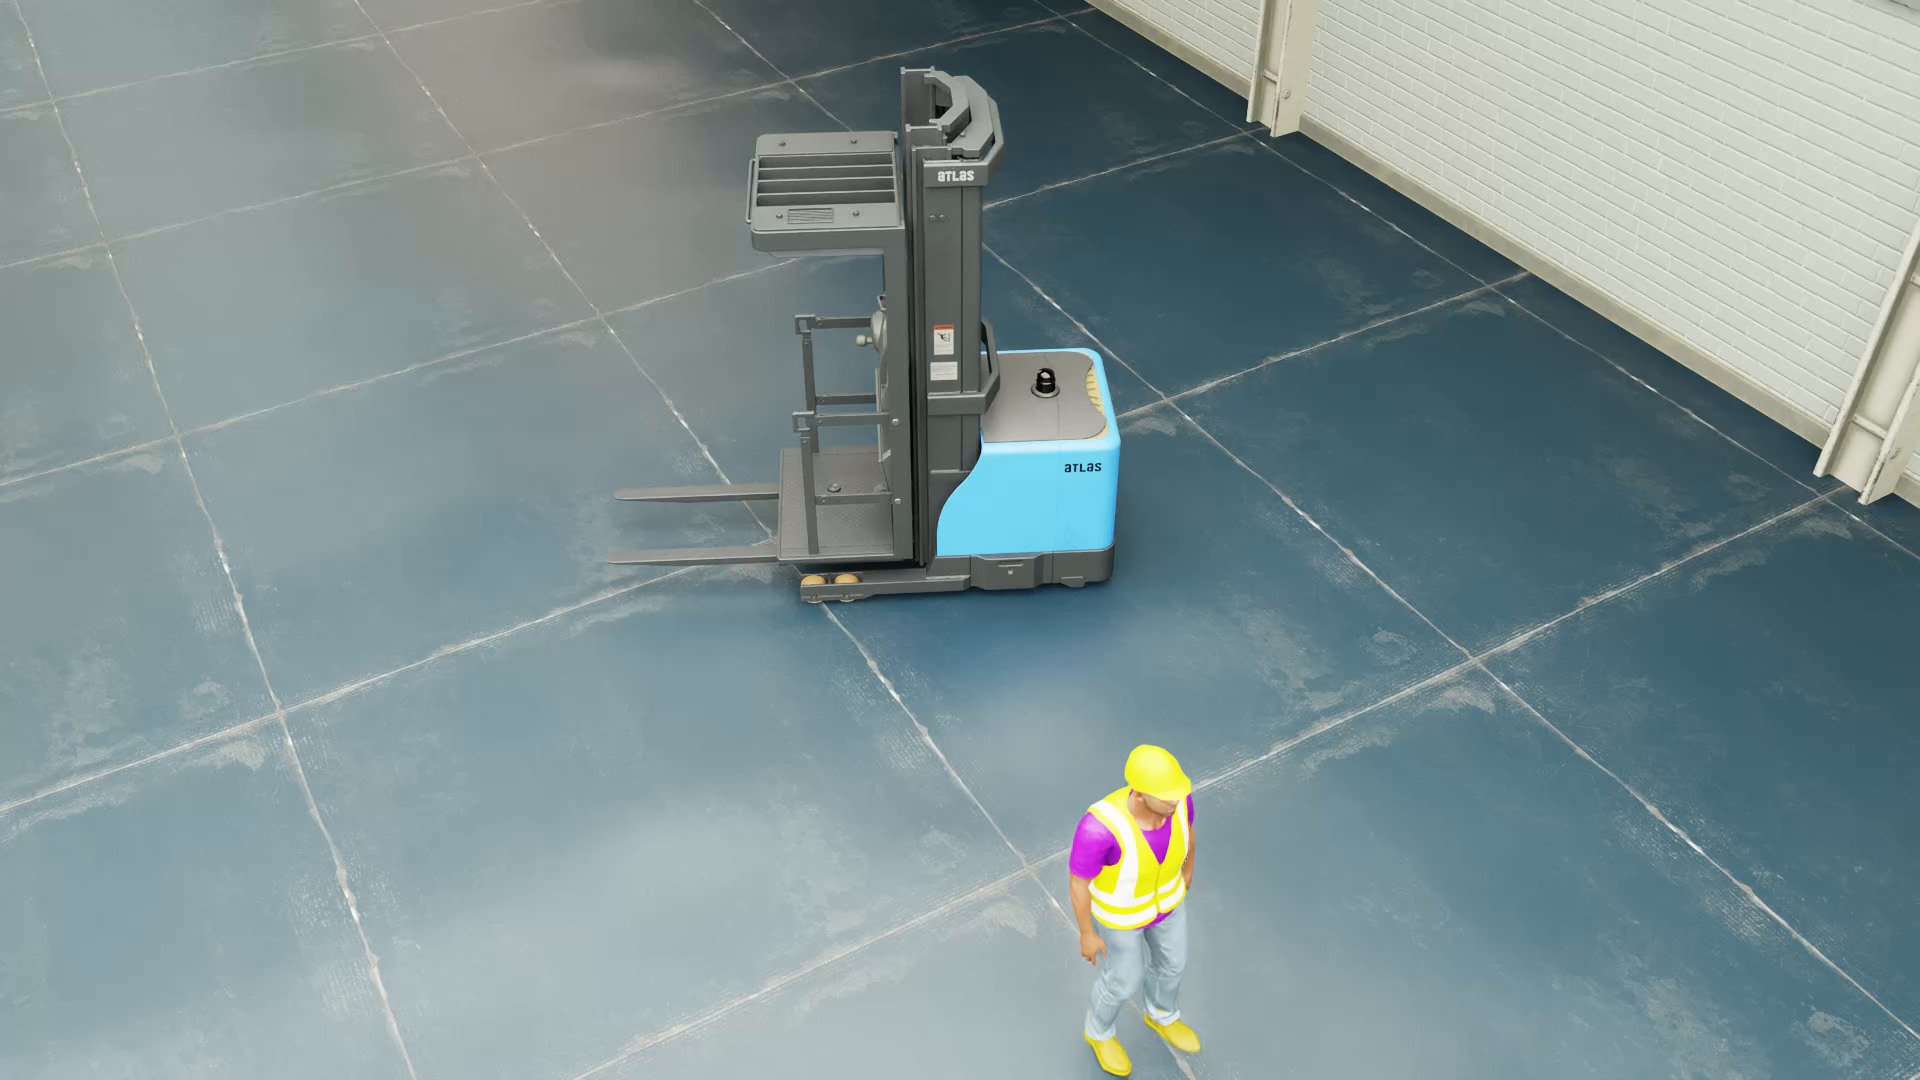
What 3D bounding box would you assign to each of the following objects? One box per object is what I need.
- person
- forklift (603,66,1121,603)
[{"bbox_3d":[0.789,1.583,7.063,0.659,1.784,0.508,-23,45,-25],"label":"person"},{"bbox_3d":[-0.618,-1.103,9.366,3.031,2.935,1.130,-2,40,-3],"label":"forklift"}]
